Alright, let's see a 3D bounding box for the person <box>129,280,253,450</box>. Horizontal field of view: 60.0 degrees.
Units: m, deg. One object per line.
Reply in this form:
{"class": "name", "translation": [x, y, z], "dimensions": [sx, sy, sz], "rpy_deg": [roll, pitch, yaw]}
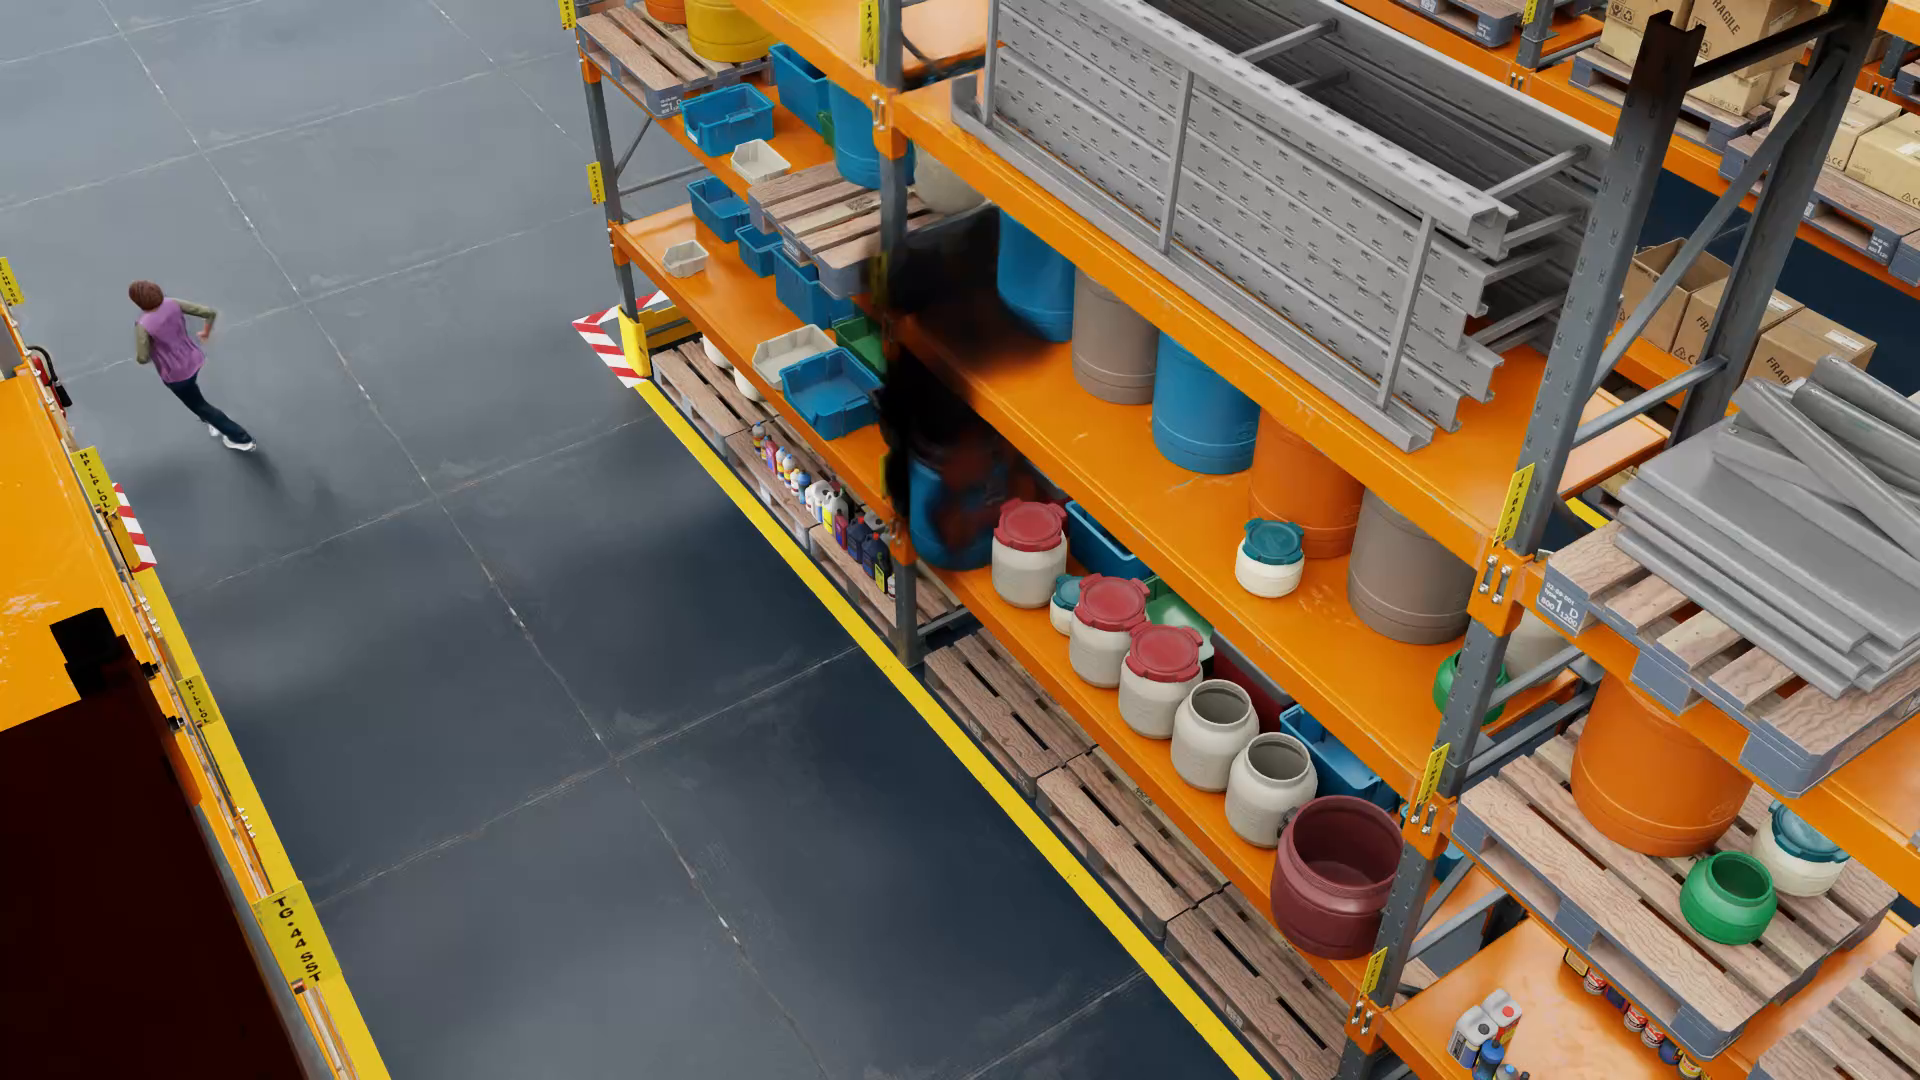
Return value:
{"class": "person", "translation": [-5.591, -1.249, 11.951], "dimensions": [0.594, 1.555, 0.512], "rpy_deg": [9, 43, 9]}
